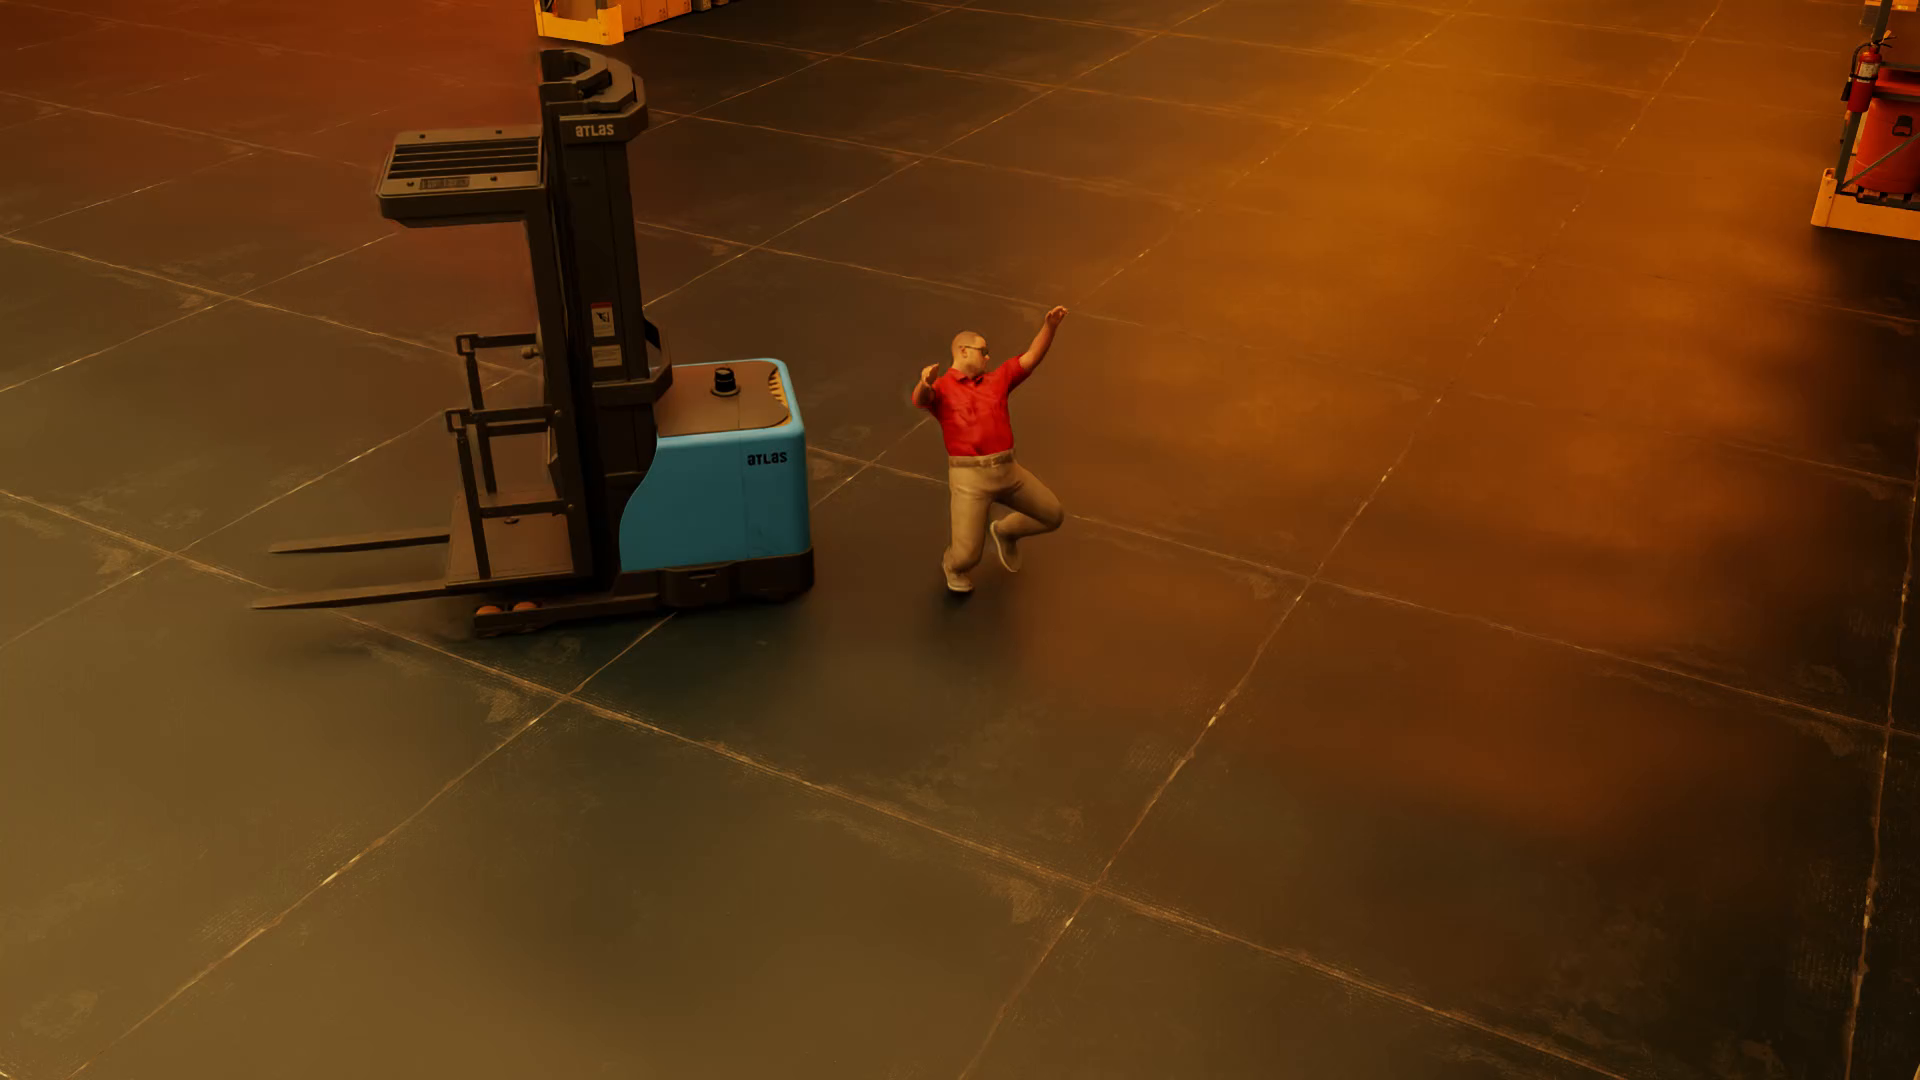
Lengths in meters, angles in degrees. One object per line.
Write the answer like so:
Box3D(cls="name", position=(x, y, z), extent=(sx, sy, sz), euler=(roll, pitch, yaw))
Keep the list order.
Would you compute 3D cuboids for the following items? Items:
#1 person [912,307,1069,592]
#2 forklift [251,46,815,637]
Box3D(cls="person", position=(0.084, -0.469, 9.182), extent=(0.998, 1.660, 0.726), euler=(-19, 35, -29))
Box3D(cls="forklift", position=(-2.394, -1.030, 8.855), extent=(3.031, 2.935, 1.130), euler=(-6, 31, -10))
